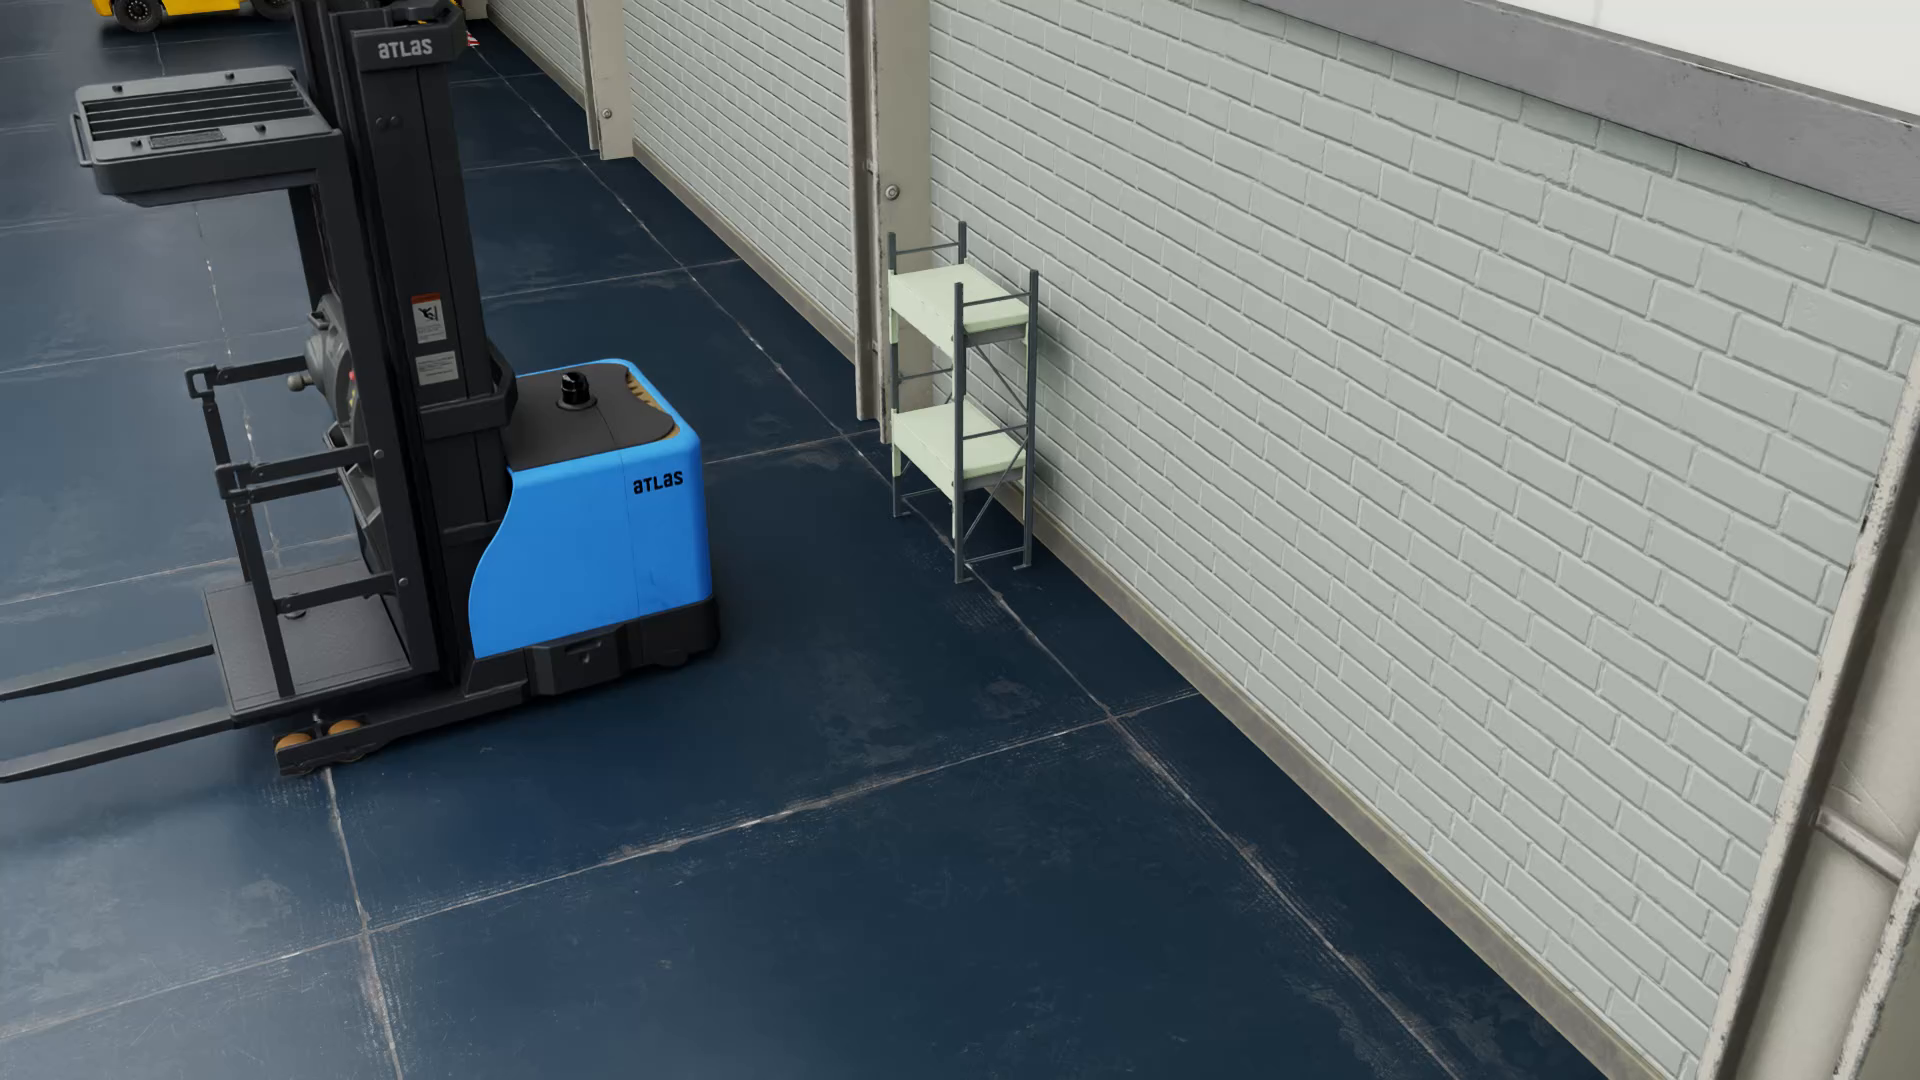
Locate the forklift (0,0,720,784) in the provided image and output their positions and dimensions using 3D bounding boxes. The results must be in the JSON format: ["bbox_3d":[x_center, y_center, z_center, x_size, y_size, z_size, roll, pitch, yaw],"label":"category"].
[{"bbox_3d":[-2.605,-0.640,6.395,3.031,2.935,1.130,-15,32,-24],"label":"forklift"}]

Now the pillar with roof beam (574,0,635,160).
[{"bbox_3d":[-6.831,-6.320,10.321,9.100,9.000,0.400,-13,32,-22],"label":"pillar with roof beam"}]

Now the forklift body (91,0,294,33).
[{"bbox_3d":[-8.496,-6.846,18.259,2.313,2.155,1.214,-13,32,-22],"label":"forklift body"}]

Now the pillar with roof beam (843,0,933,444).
[{"bbox_3d":[-4.255,-3.670,5.594,9.100,9.000,0.400,-13,32,-22],"label":"pillar with roof beam"}]

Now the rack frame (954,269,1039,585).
[{"bbox_3d":[0.160,-0.490,7.590,0.400,1.500,0.023,-13,32,-22],"label":"rack frame"}]

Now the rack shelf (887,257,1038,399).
[{"bbox_3d":[0.003,-0.992,7.687,0.431,0.370,0.720,-13,32,-22],"label":"rack shelf"}]

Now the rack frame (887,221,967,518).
[{"bbox_3d":[-0.154,-0.813,8.166,0.400,1.500,0.023,-13,32,-22],"label":"rack frame"}]

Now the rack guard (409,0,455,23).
[{"bbox_3d":[-6.024,-5.660,17.833,1.175,0.500,0.348,-13,32,-22],"label":"rack guard"}]

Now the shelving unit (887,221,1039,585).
[{"bbox_3d":[0.003,-0.651,7.878,0.431,1.500,0.755,-13,32,-22],"label":"shelving unit"}]

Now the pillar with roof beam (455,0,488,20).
[{"bbox_3d":[-9.407,-8.971,15.047,9.100,9.000,0.400,-13,32,-22],"label":"pillar with roof beam"}]

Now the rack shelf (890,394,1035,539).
[{"bbox_3d":[0.003,-0.367,8.037,0.431,0.370,0.720,-13,32,-22],"label":"rack shelf"}]
